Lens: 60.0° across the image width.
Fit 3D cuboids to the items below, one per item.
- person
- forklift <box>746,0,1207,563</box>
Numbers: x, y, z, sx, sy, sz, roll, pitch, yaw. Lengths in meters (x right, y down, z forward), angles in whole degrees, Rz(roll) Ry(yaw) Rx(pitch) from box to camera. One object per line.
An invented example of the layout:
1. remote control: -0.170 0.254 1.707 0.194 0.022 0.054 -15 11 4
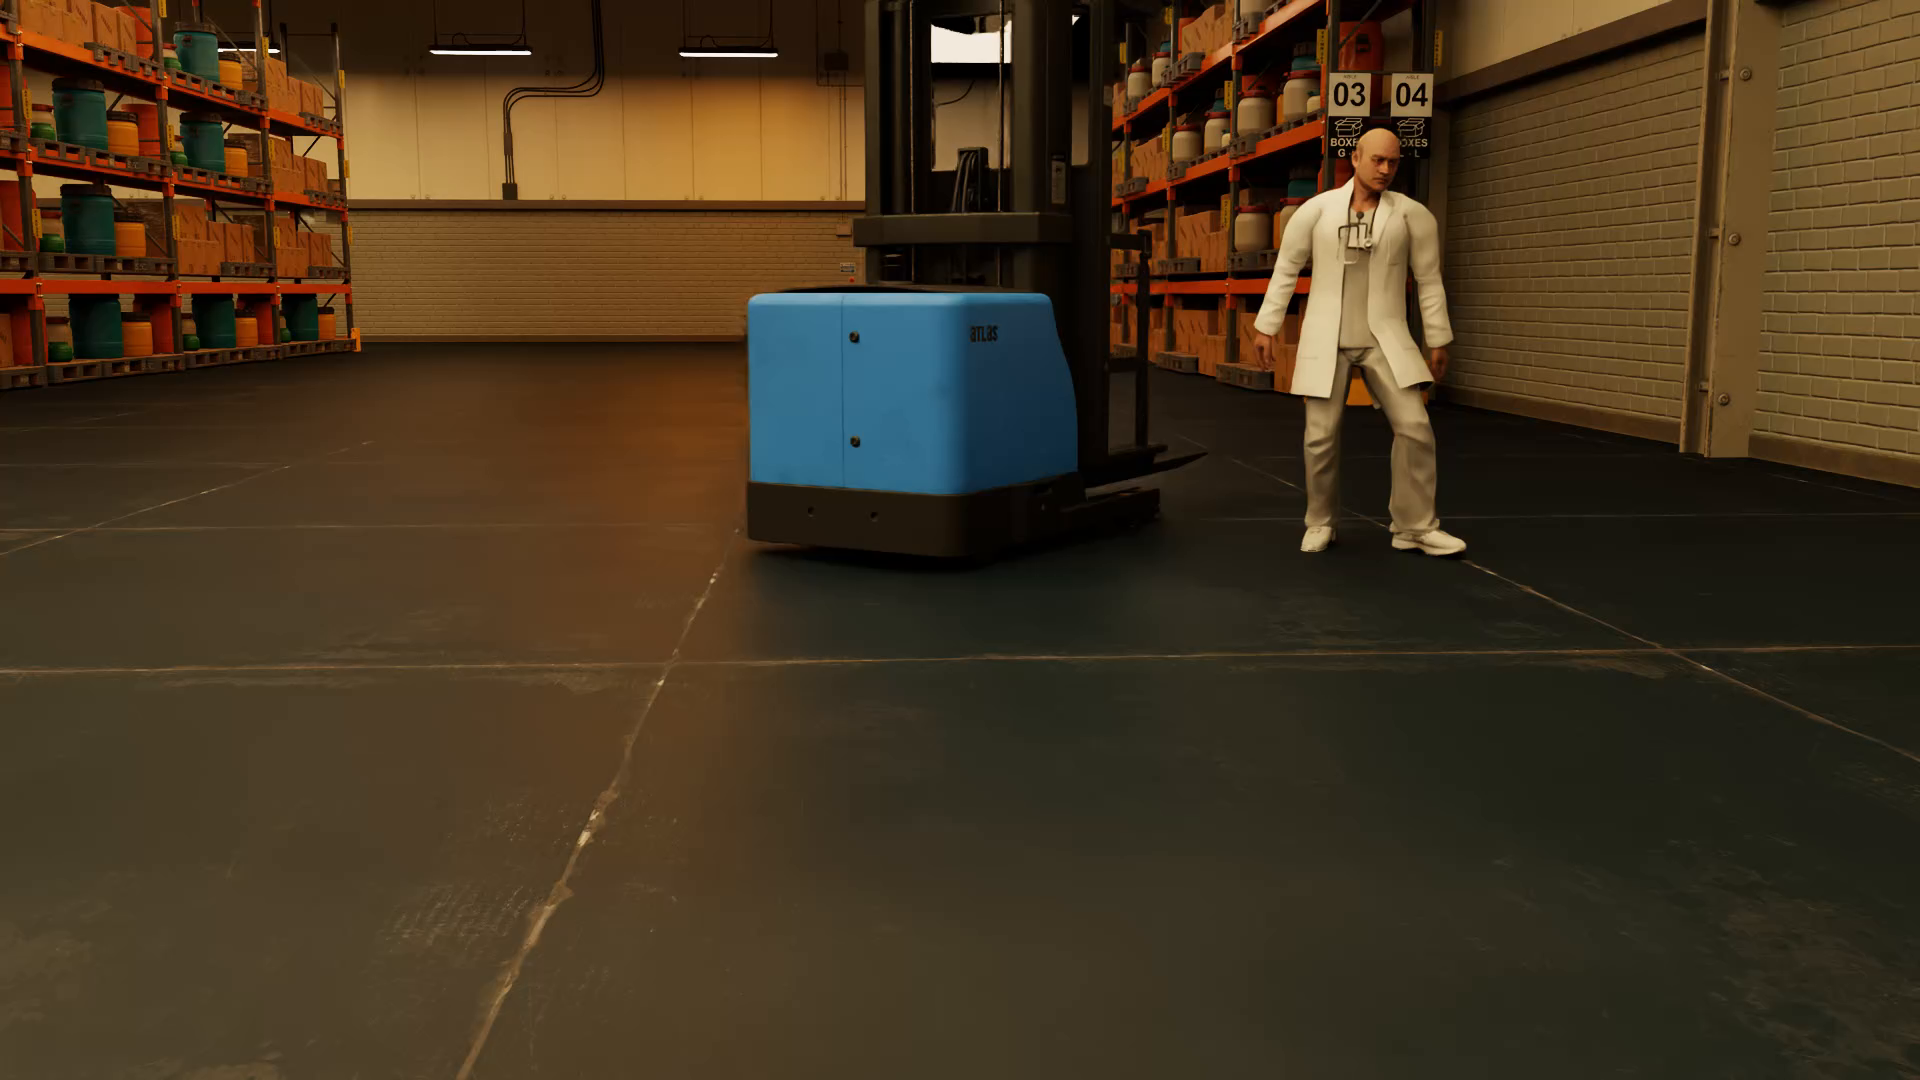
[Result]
1. person: 1.674 -0.812 6.933 0.911 1.749 0.473 2 9 15
2. forklift: 0.293 -1.537 7.682 1.130 2.935 3.031 5 10 30
